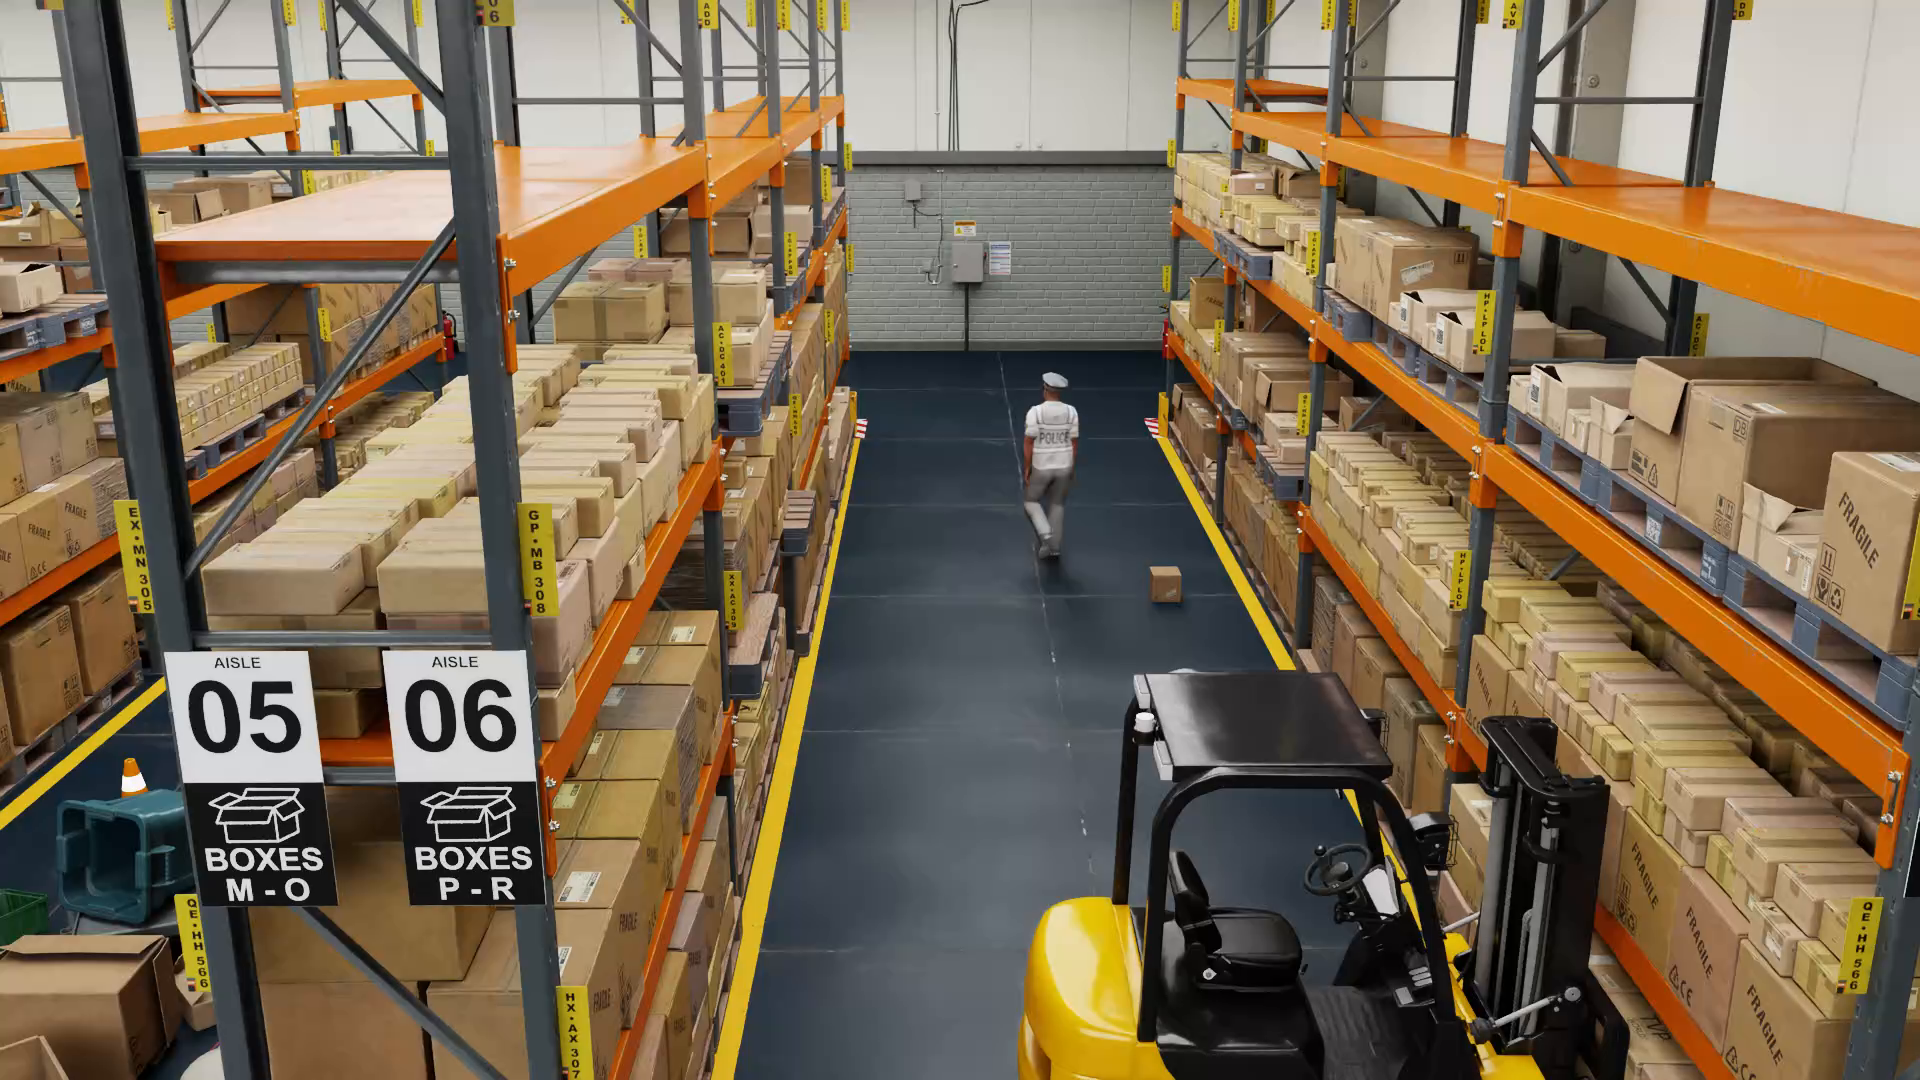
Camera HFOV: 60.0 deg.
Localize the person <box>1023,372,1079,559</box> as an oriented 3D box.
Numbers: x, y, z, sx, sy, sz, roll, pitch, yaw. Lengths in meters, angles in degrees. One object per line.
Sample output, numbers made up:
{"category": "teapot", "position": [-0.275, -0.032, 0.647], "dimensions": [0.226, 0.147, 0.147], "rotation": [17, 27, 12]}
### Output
{"category": "person", "position": [0.853, -0.689, 15.668], "dimensions": [0.545, 1.757, 0.548], "rotation": [-4, 17, -13]}
